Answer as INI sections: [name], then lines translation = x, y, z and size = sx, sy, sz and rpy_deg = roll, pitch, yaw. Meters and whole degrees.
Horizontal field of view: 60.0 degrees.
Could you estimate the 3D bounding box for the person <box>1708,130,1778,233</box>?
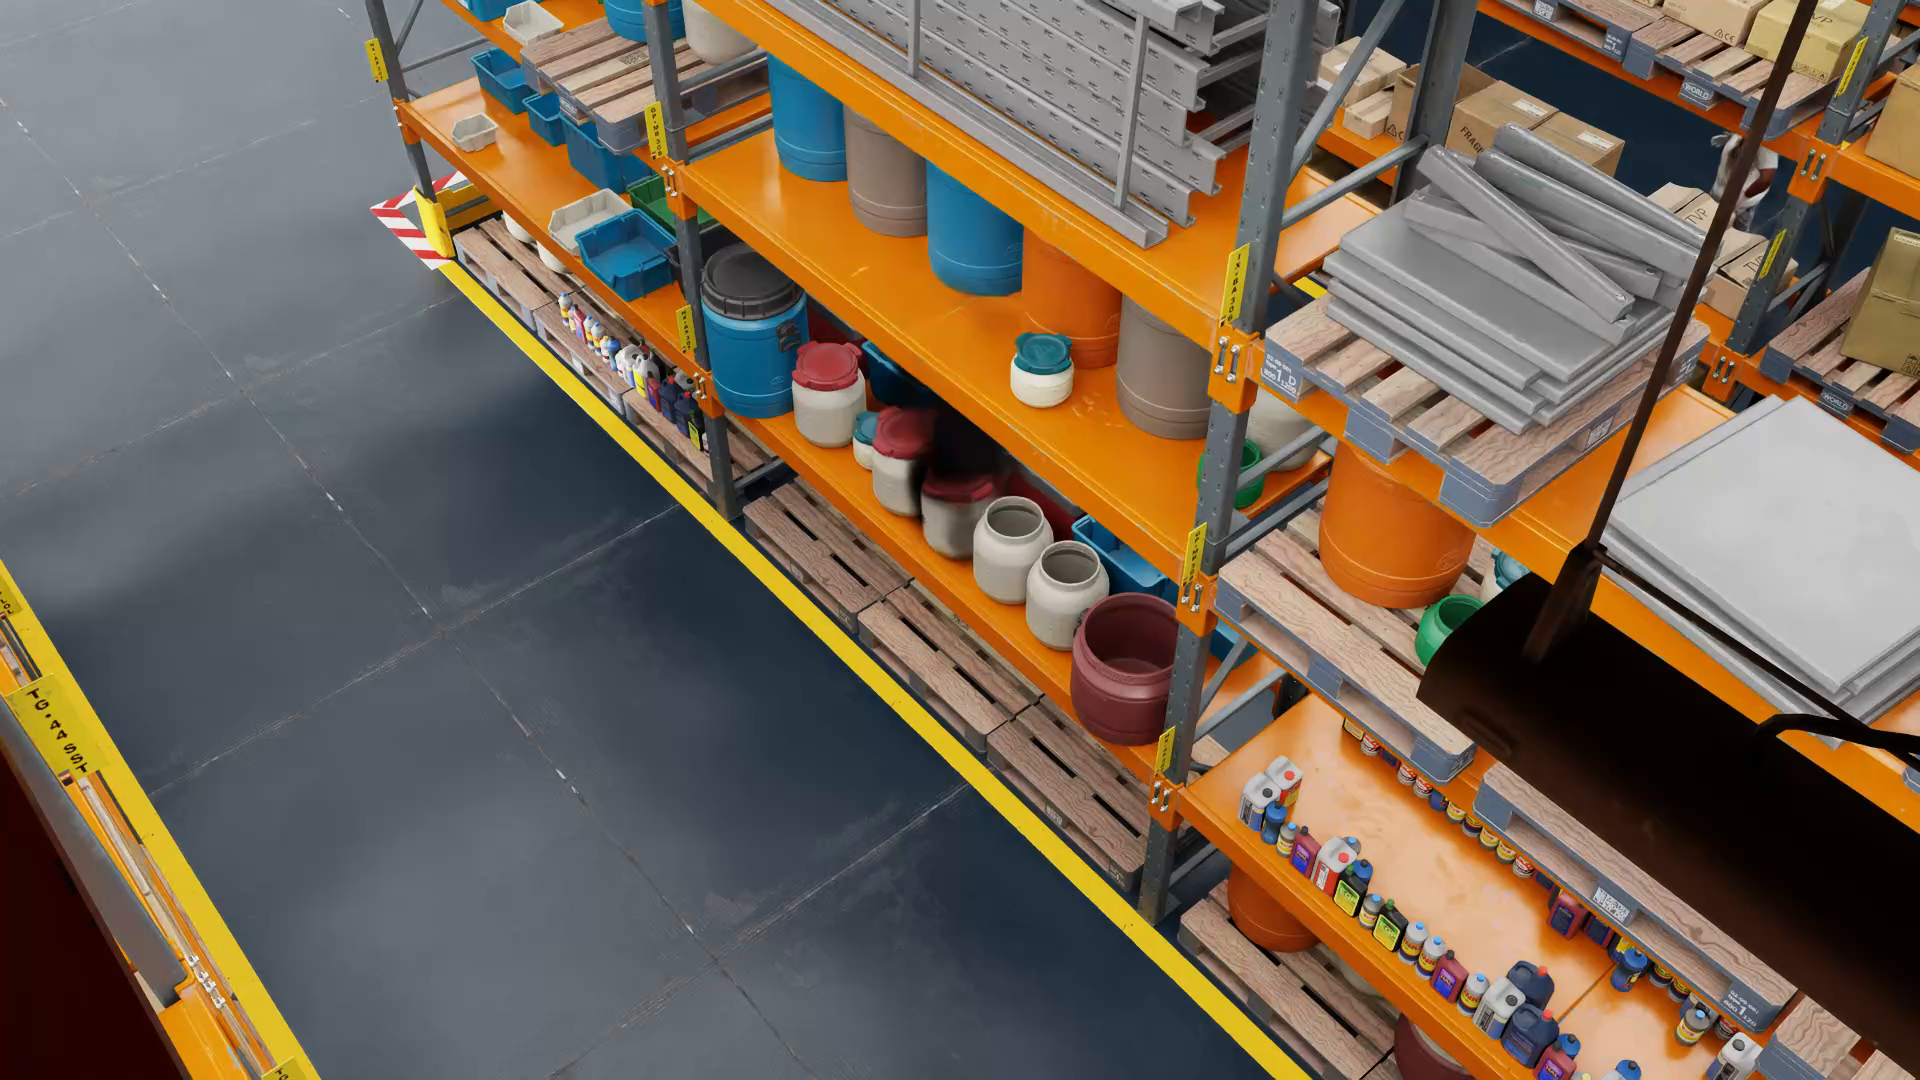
[person]
translation = 5.698, -2.528, 12.143
size = 0.667, 1.808, 0.894
rpy_deg = -34, 55, -28
